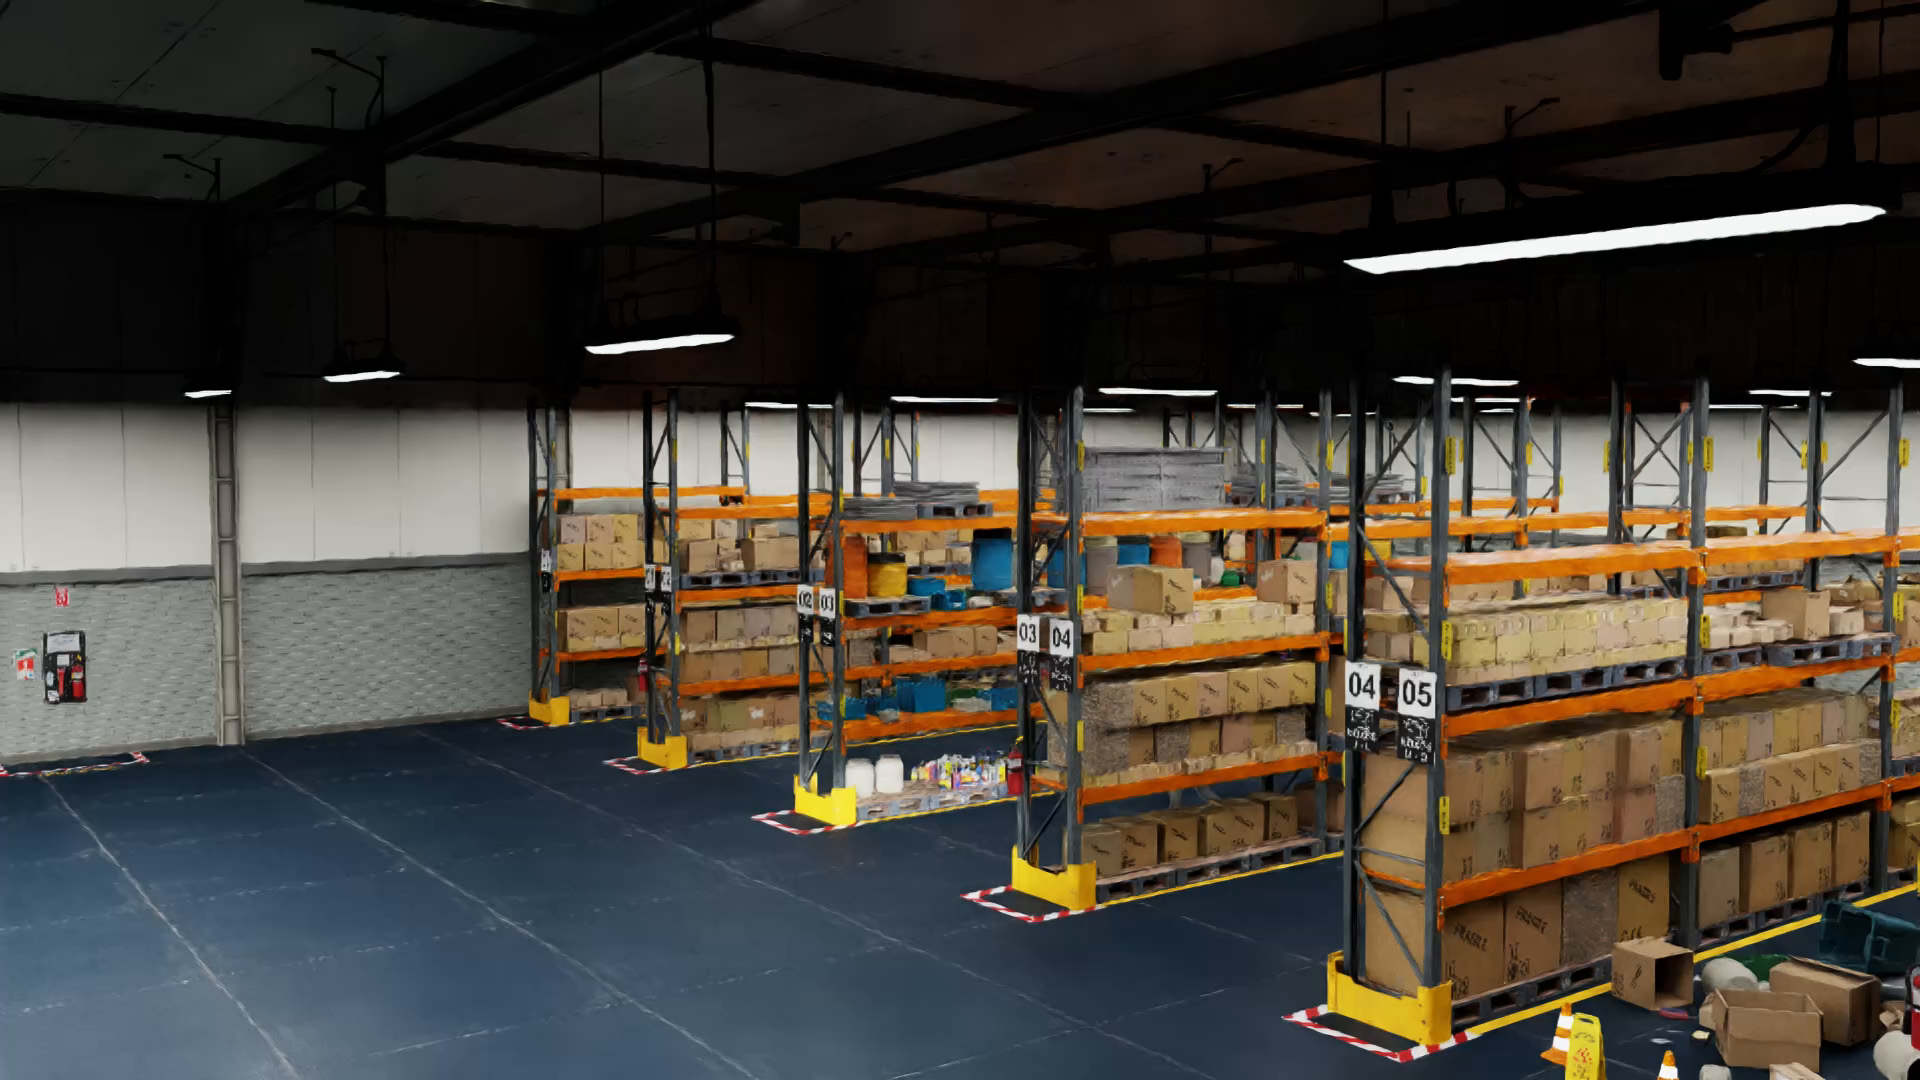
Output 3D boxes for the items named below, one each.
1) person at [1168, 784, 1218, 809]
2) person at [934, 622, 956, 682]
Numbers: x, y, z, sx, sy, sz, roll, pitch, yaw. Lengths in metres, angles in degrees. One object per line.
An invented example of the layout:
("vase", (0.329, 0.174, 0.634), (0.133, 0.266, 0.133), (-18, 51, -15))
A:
("person", (3.173, 3.022, 22.506), (0.916, 1.610, 0.494), (-1, 4, -20))
("person", (-0.250, 2.358, 32.167), (0.495, 1.788, 0.640), (1, 4, 23))
